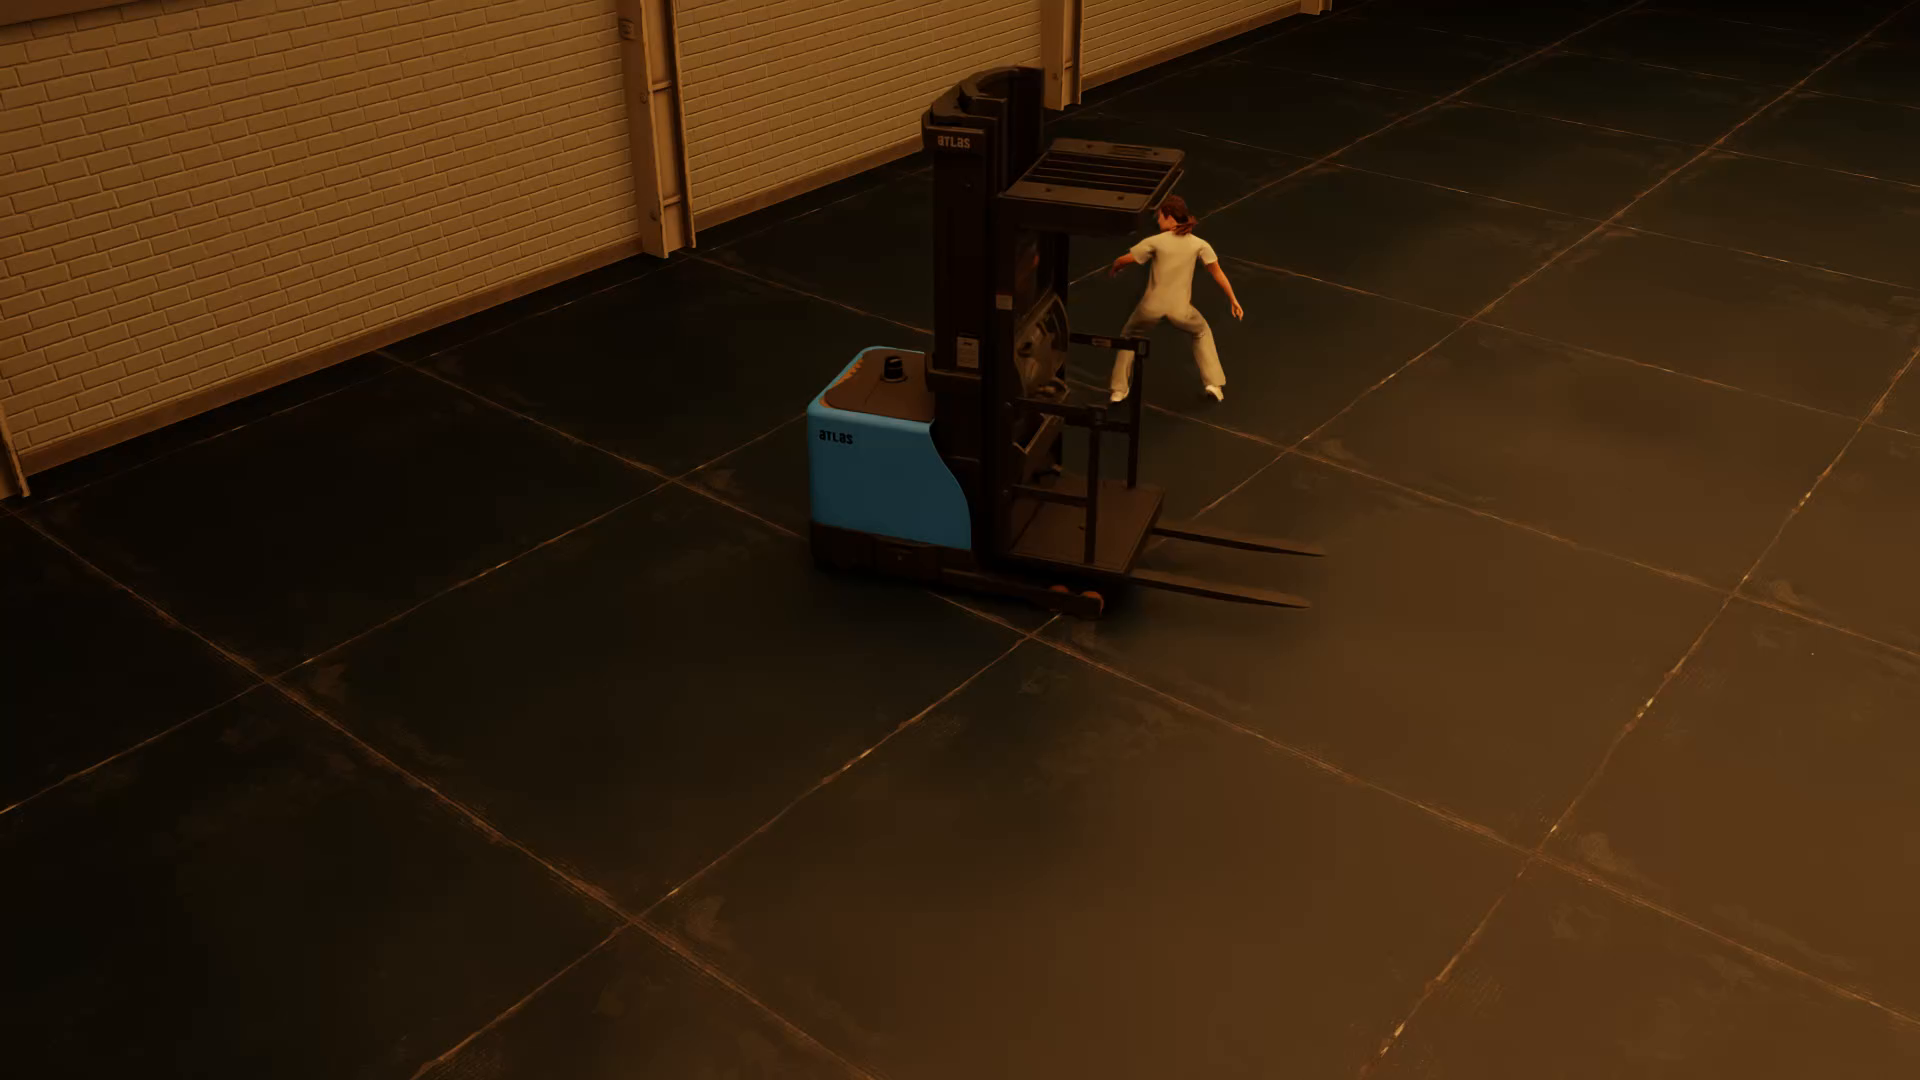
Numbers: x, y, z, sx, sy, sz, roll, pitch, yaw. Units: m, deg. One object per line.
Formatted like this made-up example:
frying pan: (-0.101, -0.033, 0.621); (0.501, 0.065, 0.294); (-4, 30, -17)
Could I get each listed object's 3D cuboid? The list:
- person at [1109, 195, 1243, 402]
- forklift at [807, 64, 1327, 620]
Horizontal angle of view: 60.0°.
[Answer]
person: (1.535, -1.654, 11.930); (0.942, 1.611, 0.532); (2, 30, 3)
forklift: (0.658, -1.103, 9.483); (3.031, 2.935, 1.130); (10, 32, 17)
